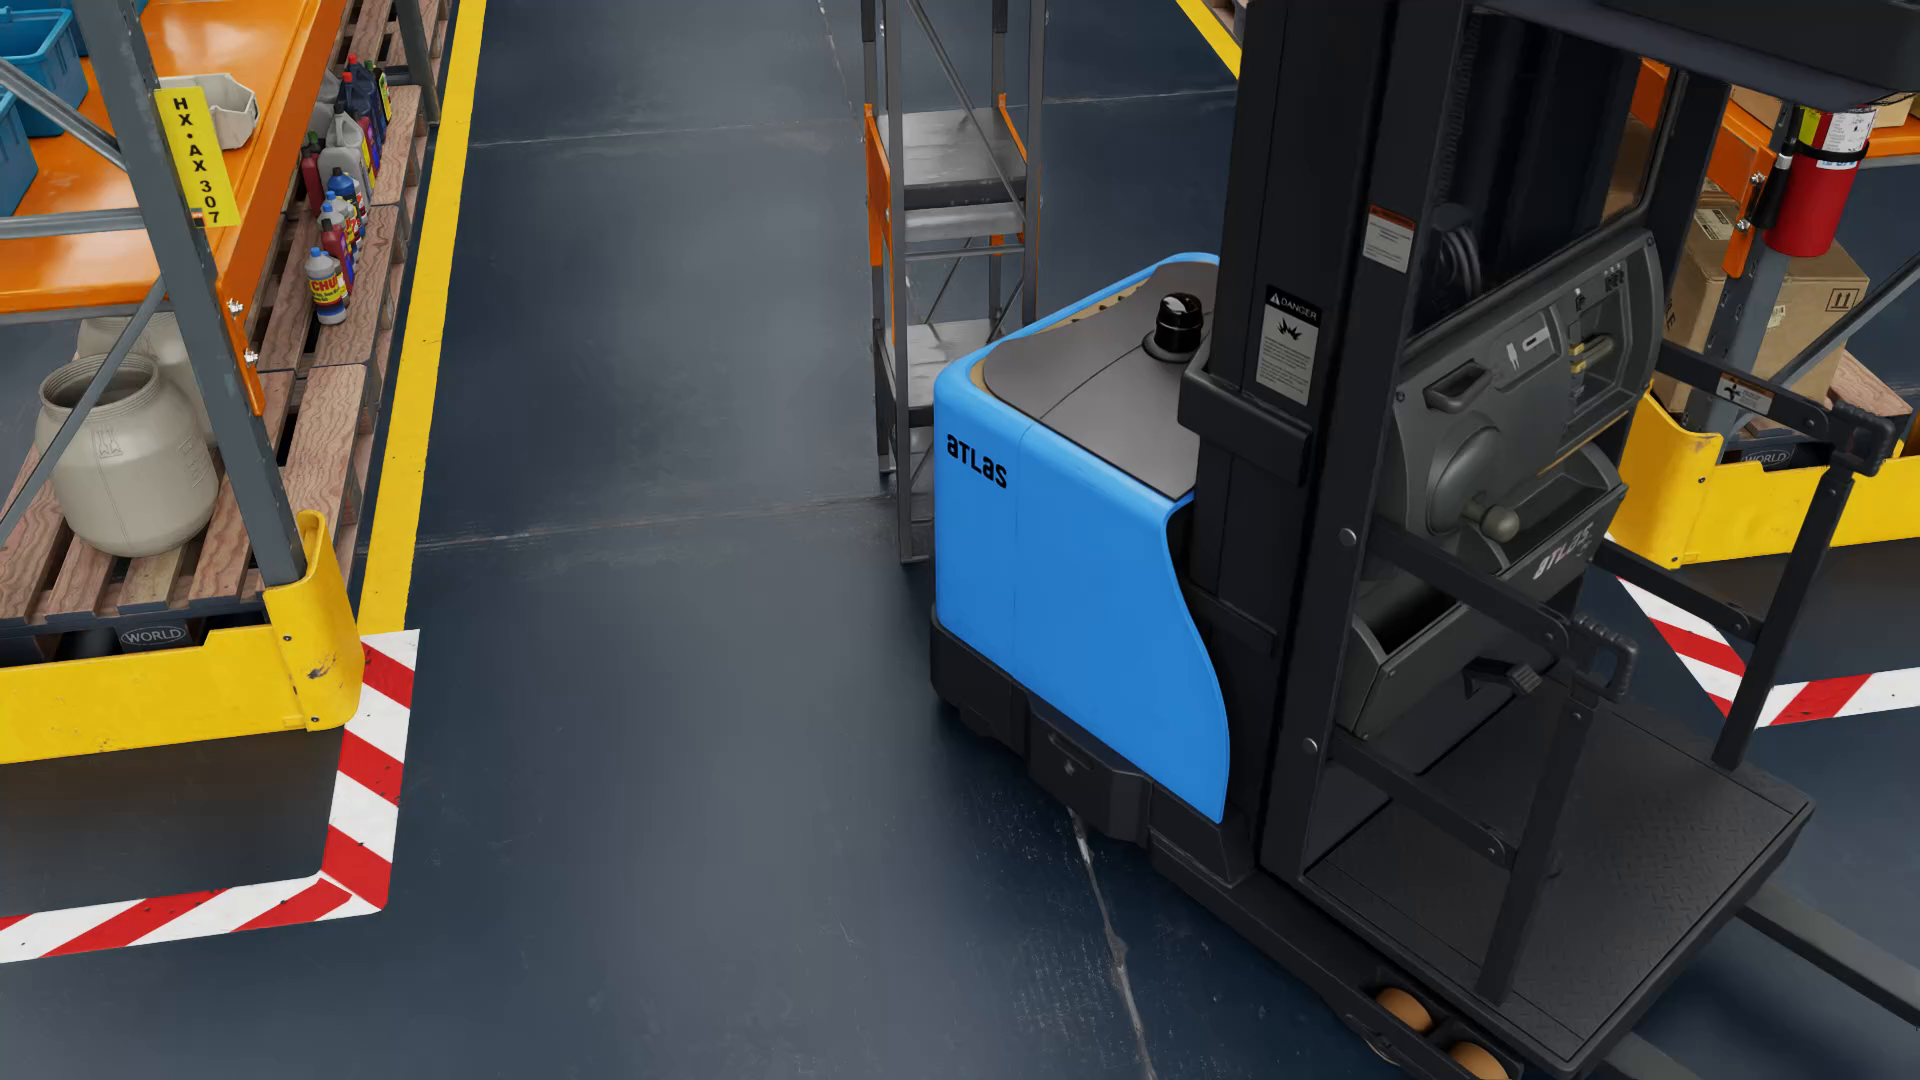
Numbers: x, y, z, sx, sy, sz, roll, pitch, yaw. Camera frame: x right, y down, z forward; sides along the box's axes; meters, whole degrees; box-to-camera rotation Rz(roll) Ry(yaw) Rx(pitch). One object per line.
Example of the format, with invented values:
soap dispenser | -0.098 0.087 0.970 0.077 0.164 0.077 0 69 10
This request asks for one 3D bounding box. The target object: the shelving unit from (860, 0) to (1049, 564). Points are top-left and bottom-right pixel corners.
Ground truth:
shelving unit | -0.029 -0.929 4.735 0.431 2.100 0.503 -6 38 -8

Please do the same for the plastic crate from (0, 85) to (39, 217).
plastic crate | -2.600 -0.884 4.064 0.499 0.251 0.616 -6 38 -8

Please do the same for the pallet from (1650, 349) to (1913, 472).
pallet | 2.538 -0.644 5.907 1.003 0.211 1.213 -6 38 -8

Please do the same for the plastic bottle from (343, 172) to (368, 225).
plastic bottle | -2.359 -1.321 6.428 0.097 0.201 0.097 0 38 0

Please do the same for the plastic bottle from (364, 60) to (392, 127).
plastic bottle | -2.510 -1.934 7.151 0.061 0.283 0.133 -4 38 -6

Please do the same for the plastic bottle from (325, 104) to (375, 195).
plastic bottle | -2.432 -1.547 6.597 0.144 0.351 0.185 -6 38 -8

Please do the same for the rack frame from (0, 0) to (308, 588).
rack frame | -2.217 -0.673 3.671 1.000 3.000 0.127 -6 38 -8

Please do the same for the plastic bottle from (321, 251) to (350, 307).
plastic bottle | -2.247 -0.932 5.927 0.097 0.201 0.097 0 38 0

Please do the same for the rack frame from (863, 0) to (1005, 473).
rack frame | -0.072 -1.077 4.924 0.400 2.100 0.015 -6 38 -8

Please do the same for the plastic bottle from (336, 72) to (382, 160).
plastic bottle | -2.488 -1.742 6.848 0.144 0.351 0.185 -8 39 -10

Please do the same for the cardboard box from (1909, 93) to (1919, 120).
cardboard box | 2.844 -1.304 4.688 0.380 0.149 0.250 -6 38 -8

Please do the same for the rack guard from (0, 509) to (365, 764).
rack guard | -2.277 0.274 4.490 1.175 0.500 0.348 -6 38 -8

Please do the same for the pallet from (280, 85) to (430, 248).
pallet | -2.842 -1.577 7.108 1.003 0.211 1.213 -6 38 -8

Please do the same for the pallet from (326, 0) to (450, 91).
pallet | -3.095 -2.457 8.241 1.003 0.211 1.213 -6 38 -8

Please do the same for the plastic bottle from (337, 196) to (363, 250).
plastic bottle | -2.323 -1.197 6.268 0.097 0.201 0.097 0 38 0

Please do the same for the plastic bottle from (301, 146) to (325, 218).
plastic bottle | -2.512 -1.410 6.476 0.061 0.283 0.133 -6 38 -8

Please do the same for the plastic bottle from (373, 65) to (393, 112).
plastic bottle | -2.548 -1.972 7.265 0.097 0.201 0.097 0 38 0

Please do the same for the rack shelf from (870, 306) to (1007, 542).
rack shelf | -0.029 -0.366 5.172 0.431 0.518 0.480 -6 38 -8

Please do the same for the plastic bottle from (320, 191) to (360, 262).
plastic bottle | -2.306 -1.165 6.170 0.097 0.271 0.097 0 38 0

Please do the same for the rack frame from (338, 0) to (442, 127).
rack frame | -2.919 -3.089 6.781 1.000 3.000 0.127 -6 38 -8

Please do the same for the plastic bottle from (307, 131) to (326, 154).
plastic bottle | -2.528 -1.494 6.584 0.061 0.283 0.133 -6 38 -8

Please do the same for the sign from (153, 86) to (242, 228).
sign | -1.675 -0.838 3.659 0.100 0.325 0.005 -6 38 -8

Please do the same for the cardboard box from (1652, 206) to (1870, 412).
cardboard box | 2.566 -0.763 5.482 0.500 0.500 0.500 0 38 1

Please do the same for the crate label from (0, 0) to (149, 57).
crate label | -2.806 -1.769 5.053 0.502 0.435 0.616 -6 38 -8

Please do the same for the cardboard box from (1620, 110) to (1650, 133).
cardboard box | 2.336 -1.500 6.432 0.500 0.500 0.500 -3 38 -4

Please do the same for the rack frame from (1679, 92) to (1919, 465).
rack frame | 2.659 -1.205 4.356 1.000 3.000 0.127 -6 38 -8

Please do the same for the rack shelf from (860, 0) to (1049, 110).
rack shelf | -0.029 -1.471 4.313 0.431 0.518 0.480 -6 38 -8

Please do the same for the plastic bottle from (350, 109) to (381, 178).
plastic bottle | -2.419 -1.622 6.748 0.061 0.283 0.133 -4 38 -5

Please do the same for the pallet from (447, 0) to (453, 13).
pallet | -3.312 -3.196 9.192 1.003 0.211 1.213 -6 38 -8

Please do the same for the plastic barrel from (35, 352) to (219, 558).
plastic barrel | -2.408 -0.245 4.806 0.421 0.512 0.421 0 38 0

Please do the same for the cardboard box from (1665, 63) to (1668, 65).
cardboard box | 2.268 -1.553 5.008 0.380 0.149 0.250 -6 38 -8

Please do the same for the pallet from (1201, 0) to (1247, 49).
pallet | 1.820 -2.990 8.927 1.003 0.211 1.213 -6 38 -8

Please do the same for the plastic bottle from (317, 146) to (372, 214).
plastic bottle | -2.407 -1.419 6.493 0.152 0.276 0.135 -6 38 -7

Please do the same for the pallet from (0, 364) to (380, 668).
pallet | -2.414 -0.103 5.211 1.003 0.211 1.213 -6 38 -8

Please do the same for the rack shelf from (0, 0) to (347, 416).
rack shelf | -2.568 -1.596 5.446 1.077 0.370 4.000 -6 38 -8

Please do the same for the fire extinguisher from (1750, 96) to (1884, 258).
fire extinguisher | 2.225 -1.056 4.227 0.296 0.674 0.183 -6 38 -8

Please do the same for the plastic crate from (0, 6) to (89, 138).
plastic crate | -2.708 -1.277 4.570 0.499 0.251 0.408 -6 38 -8

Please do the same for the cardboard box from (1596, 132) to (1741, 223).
cardboard box | 2.427 -1.120 5.942 0.500 0.500 0.500 3 38 4

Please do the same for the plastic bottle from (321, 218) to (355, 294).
plastic bottle | -2.250 -1.041 6.000 0.061 0.283 0.133 -6 38 -7

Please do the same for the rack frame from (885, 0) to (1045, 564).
rack frame | 0.014 -0.782 4.545 0.400 2.100 0.015 -6 38 -8

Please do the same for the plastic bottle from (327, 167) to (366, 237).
plastic bottle | -2.342 -1.287 6.327 0.097 0.271 0.097 0 38 0

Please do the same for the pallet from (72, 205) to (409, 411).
pallet | -2.625 -0.839 6.158 1.003 0.211 1.213 -6 38 -8

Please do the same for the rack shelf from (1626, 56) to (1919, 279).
rack shelf | 2.308 -2.129 6.132 1.077 0.370 4.000 -6 38 -8

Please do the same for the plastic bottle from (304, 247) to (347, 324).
plastic bottle | -2.228 -0.897 5.825 0.097 0.271 0.097 0 38 0

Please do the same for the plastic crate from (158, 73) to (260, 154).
plastic crate | -2.057 -1.144 4.492 0.298 0.136 0.250 -6 38 -8

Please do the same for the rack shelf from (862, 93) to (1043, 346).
rack shelf | -0.029 -0.918 4.743 0.431 0.518 0.480 -6 38 -8

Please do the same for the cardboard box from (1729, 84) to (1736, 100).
cardboard box | 2.362 -1.407 4.821 0.380 0.149 0.250 -6 38 -8

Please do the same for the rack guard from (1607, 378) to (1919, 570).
rack guard | 2.646 -0.264 5.182 1.175 0.500 0.348 -6 38 -8

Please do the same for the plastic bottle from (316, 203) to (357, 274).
plastic bottle | -2.289 -1.104 6.092 0.097 0.271 0.097 0 38 0

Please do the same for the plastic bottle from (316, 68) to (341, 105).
plastic bottle | -2.664 -1.843 6.977 0.144 0.351 0.185 -6 38 -8

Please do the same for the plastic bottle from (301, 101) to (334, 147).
plastic bottle | -2.630 -1.682 6.831 0.152 0.276 0.135 -6 38 -8

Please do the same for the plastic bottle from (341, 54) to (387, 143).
plastic bottle | -2.522 -1.858 6.997 0.144 0.351 0.185 -7 38 -9

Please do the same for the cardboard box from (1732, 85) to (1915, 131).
cardboard box | 2.406 -1.256 4.626 0.380 0.149 0.250 -6 38 -8

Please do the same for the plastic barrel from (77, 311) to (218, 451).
plastic barrel | -2.496 -0.548 5.196 0.421 0.512 0.421 0 38 0

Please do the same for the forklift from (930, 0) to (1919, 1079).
forklift | 1.286 -0.254 3.188 1.130 2.935 3.031 -29 47 -32
